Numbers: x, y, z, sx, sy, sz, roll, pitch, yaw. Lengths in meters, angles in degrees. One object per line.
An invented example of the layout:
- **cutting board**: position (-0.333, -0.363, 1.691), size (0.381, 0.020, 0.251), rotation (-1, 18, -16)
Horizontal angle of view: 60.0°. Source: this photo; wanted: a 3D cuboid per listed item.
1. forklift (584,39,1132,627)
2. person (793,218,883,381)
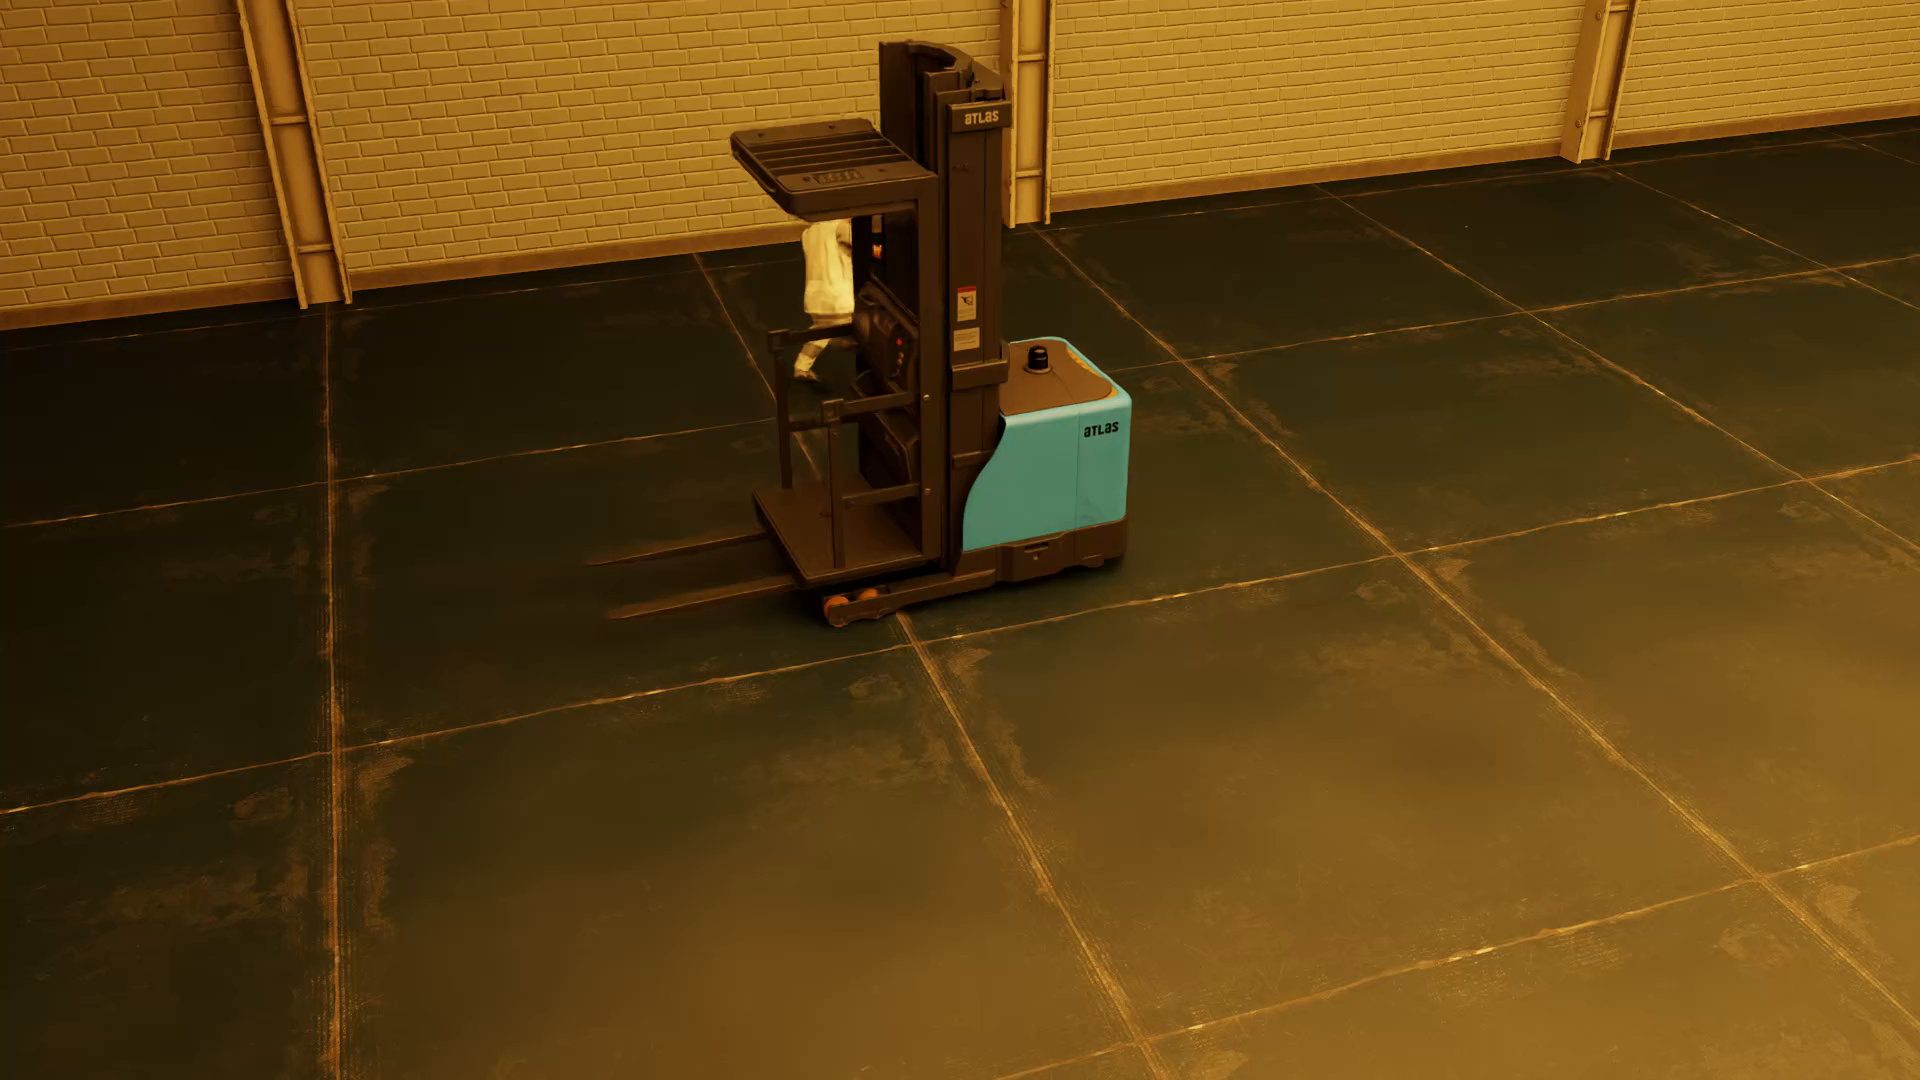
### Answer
- **forklift**: position (-0.594, -1.089, 8.980), size (3.031, 2.935, 1.130), rotation (-11, 32, -19)
- **person**: position (-0.760, -1.755, 11.592), size (0.804, 1.514, 0.903), rotation (16, 33, 25)
